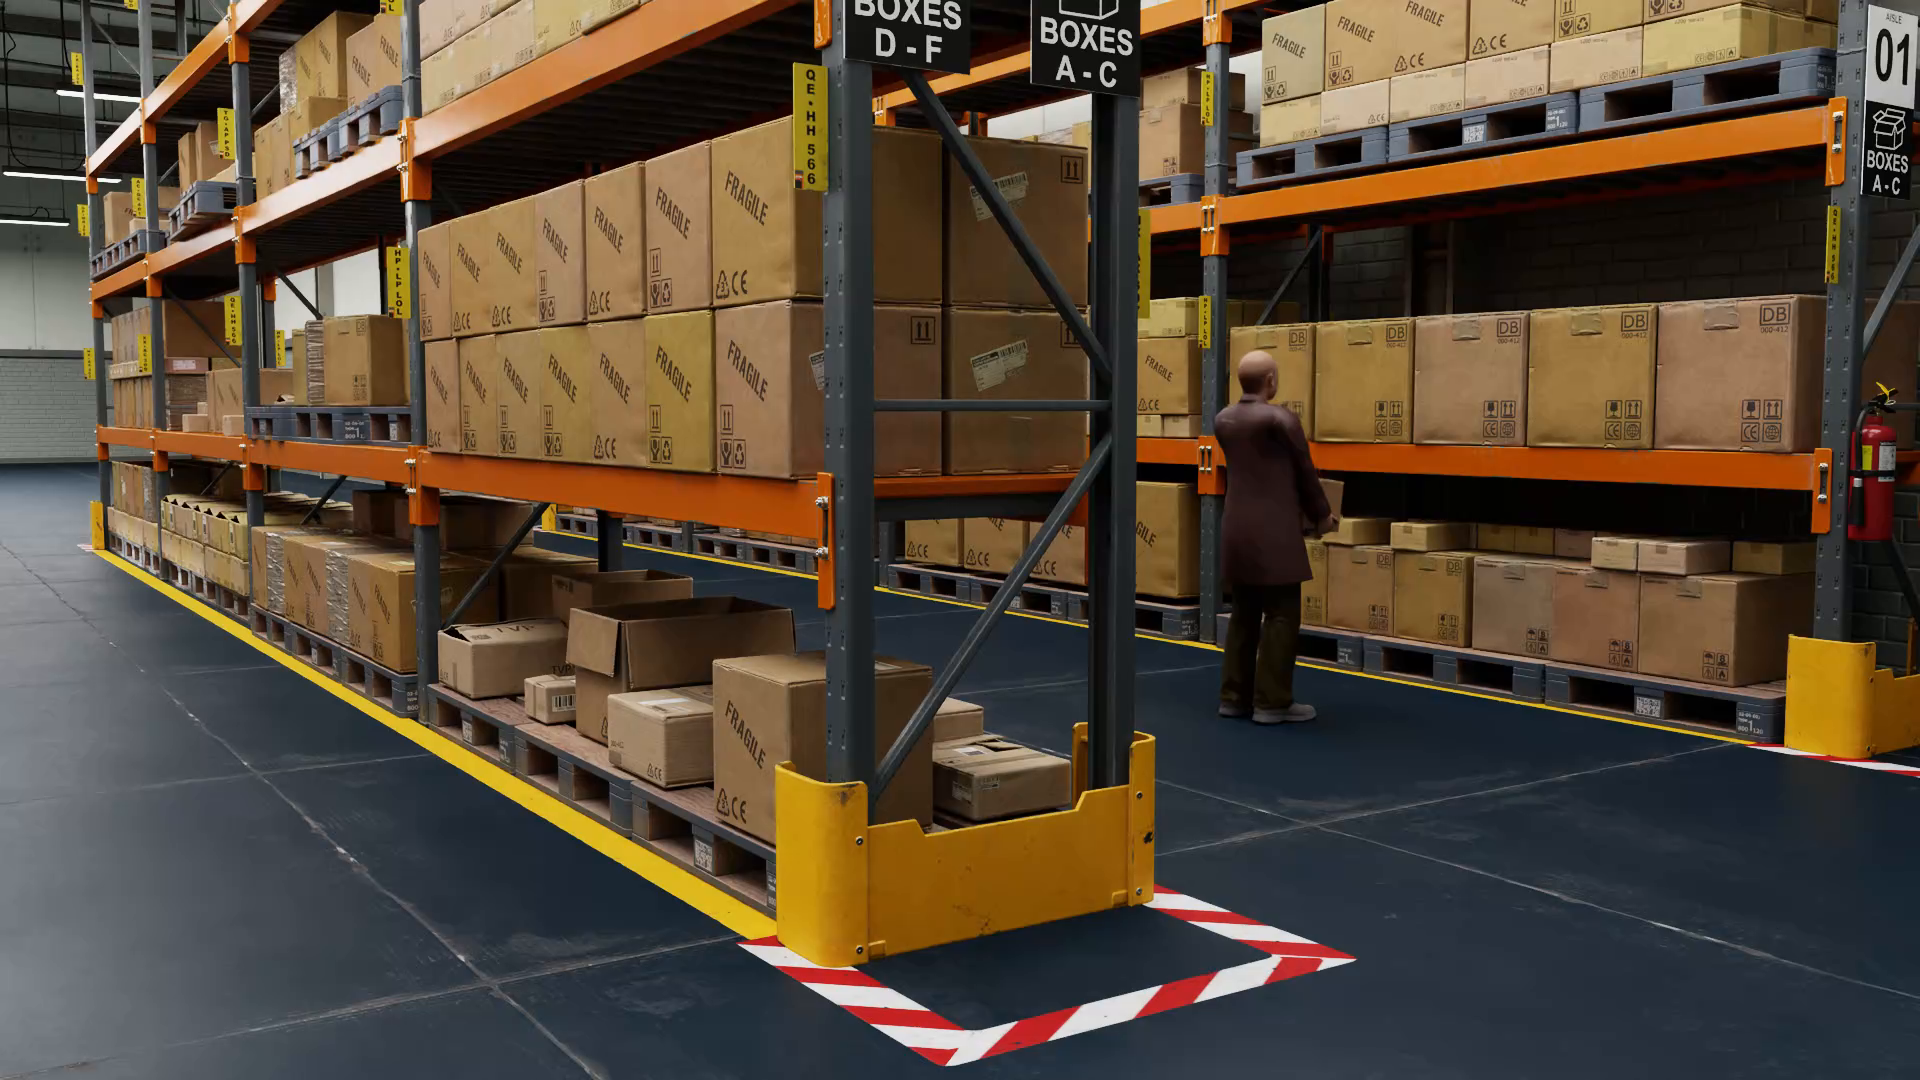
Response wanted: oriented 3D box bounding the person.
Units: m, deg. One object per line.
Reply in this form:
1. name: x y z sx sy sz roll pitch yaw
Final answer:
1. person: 1.543 -0.024 8.078 0.556 1.780 0.526 -3 5 -34
